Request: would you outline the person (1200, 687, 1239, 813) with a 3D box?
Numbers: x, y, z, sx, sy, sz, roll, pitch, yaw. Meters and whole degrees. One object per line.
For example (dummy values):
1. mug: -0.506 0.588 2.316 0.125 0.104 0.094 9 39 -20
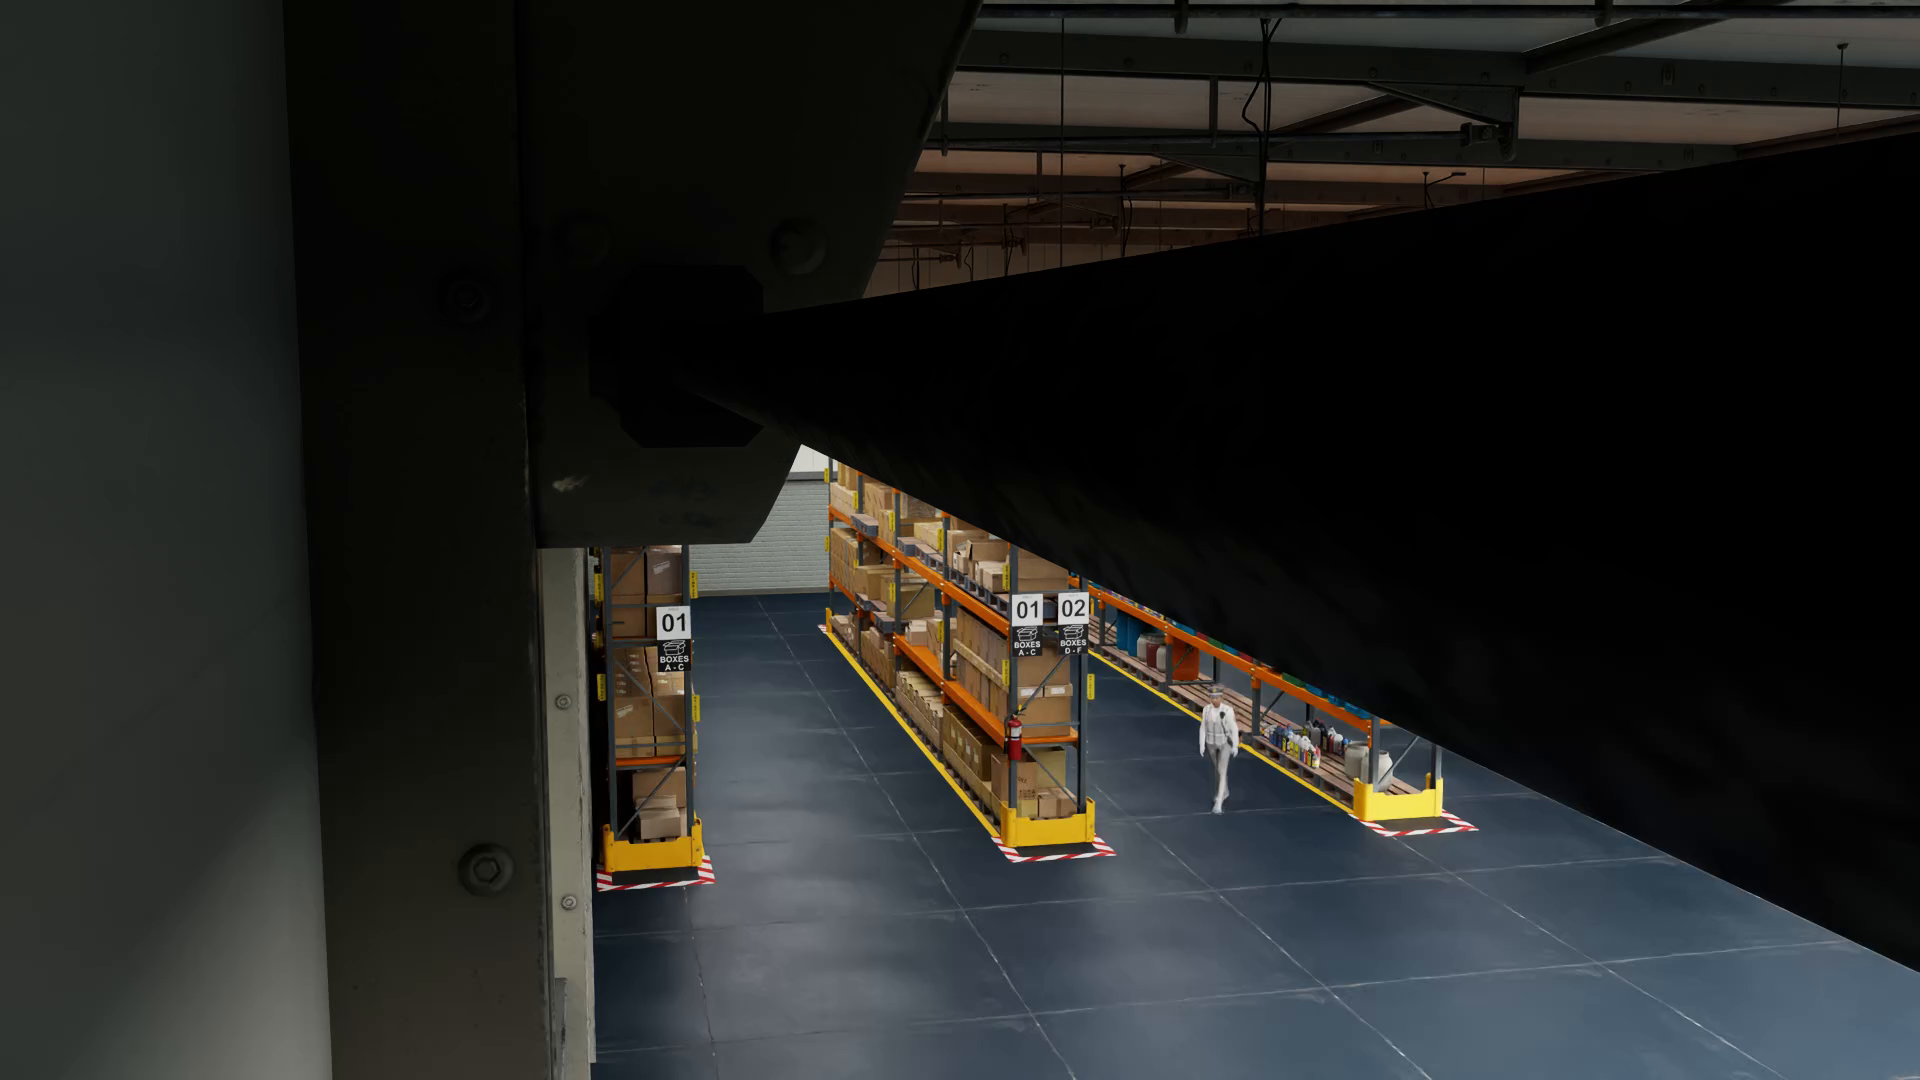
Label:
1. person: 3.512 2.807 22.703 0.511 1.632 0.870 5 8 36
